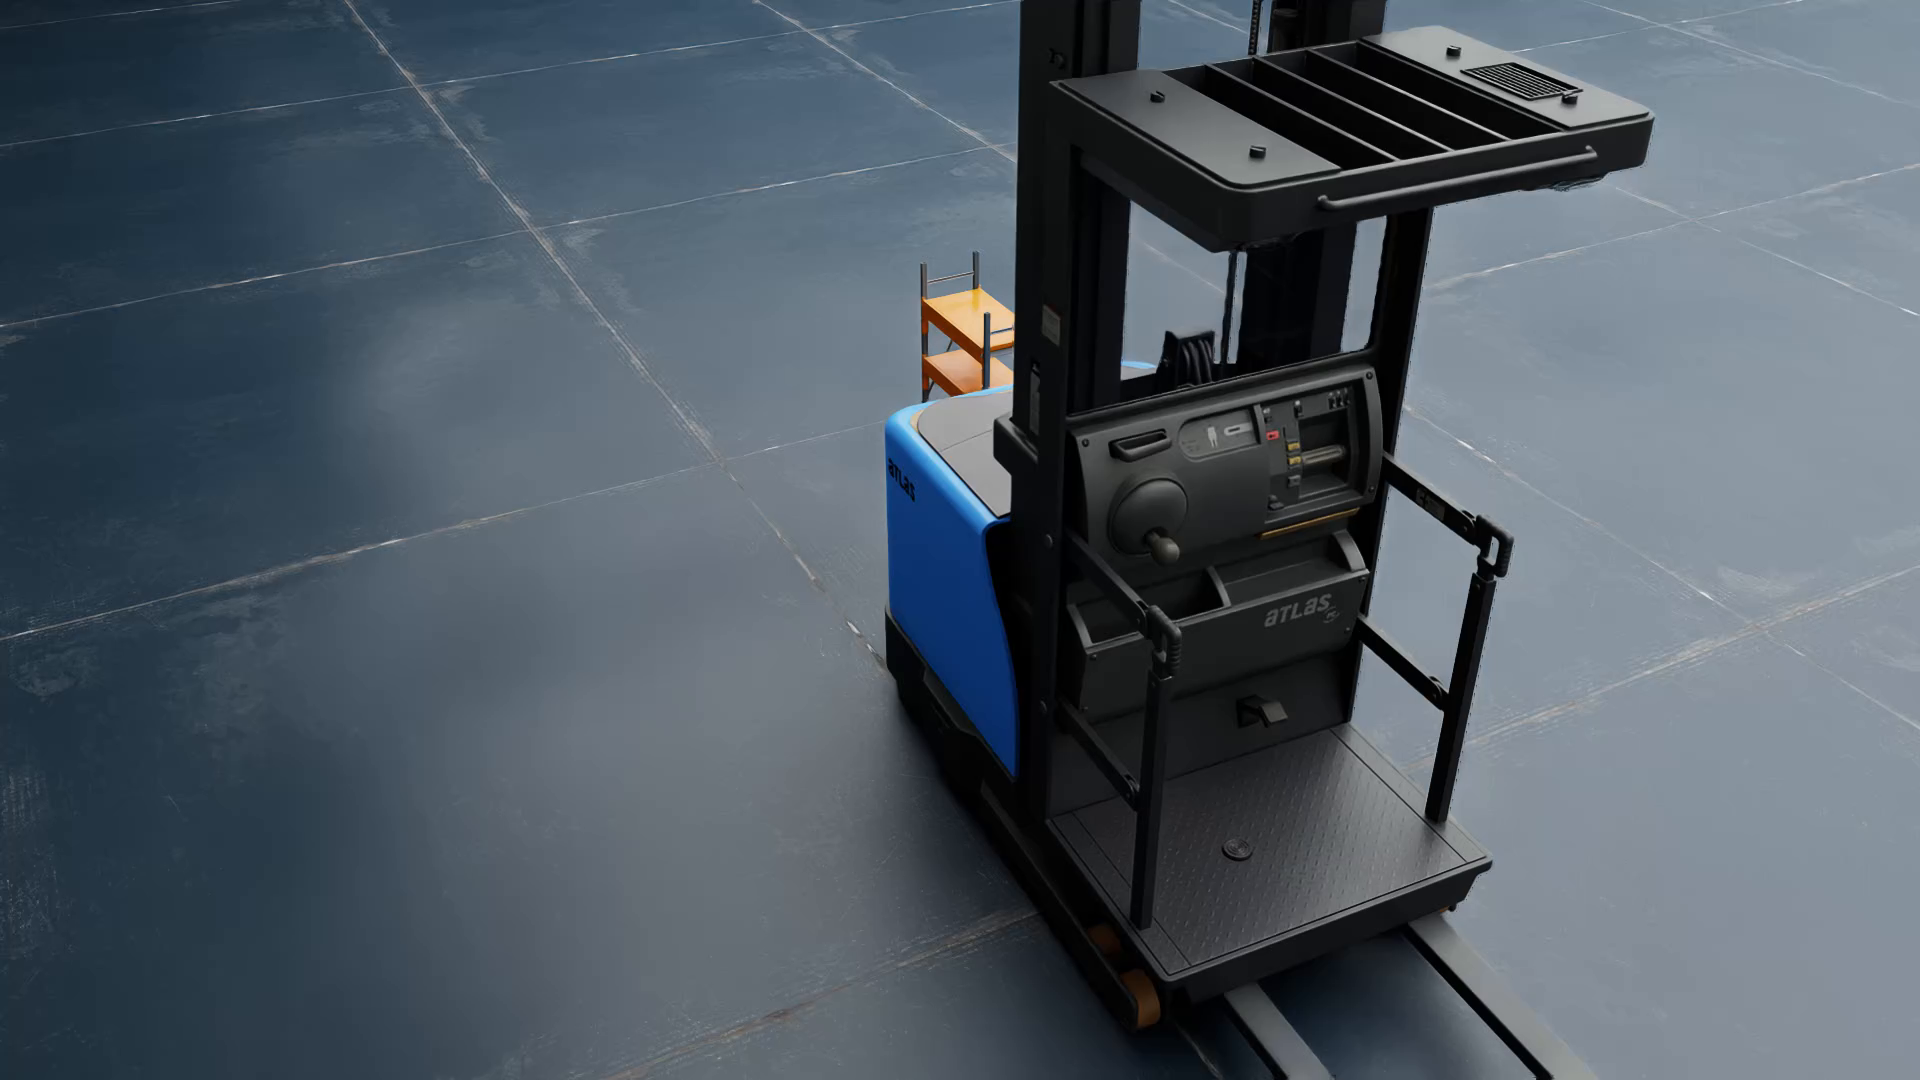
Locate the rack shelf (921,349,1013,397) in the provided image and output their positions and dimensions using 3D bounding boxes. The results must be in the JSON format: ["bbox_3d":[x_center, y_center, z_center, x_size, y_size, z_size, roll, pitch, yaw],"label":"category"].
[{"bbox_3d":[0.077,-0.558,6.219,0.258,0.148,0.480,-16,36,-23],"label":"rack shelf"}]

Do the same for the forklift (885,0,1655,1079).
[{"bbox_3d":[0.820,-0.144,4.257,1.130,2.935,3.031,-14,35,-21],"label":"forklift"}]

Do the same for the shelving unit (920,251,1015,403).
[{"bbox_3d":[0.077,-0.426,6.303,0.258,1.200,0.503,-16,36,-23],"label":"shelving unit"}]

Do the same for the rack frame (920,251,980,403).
[{"bbox_3d":[-0.037,-0.543,6.485,0.240,1.200,0.015,-16,36,-23],"label":"rack frame"}]

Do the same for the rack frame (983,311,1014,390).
[{"bbox_3d":[0.191,-0.310,6.121,0.240,1.200,0.015,-16,36,-23],"label":"rack frame"}]

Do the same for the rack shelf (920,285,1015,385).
[{"bbox_3d":[0.077,-0.757,6.091,0.258,0.148,0.480,-16,36,-23],"label":"rack shelf"}]
